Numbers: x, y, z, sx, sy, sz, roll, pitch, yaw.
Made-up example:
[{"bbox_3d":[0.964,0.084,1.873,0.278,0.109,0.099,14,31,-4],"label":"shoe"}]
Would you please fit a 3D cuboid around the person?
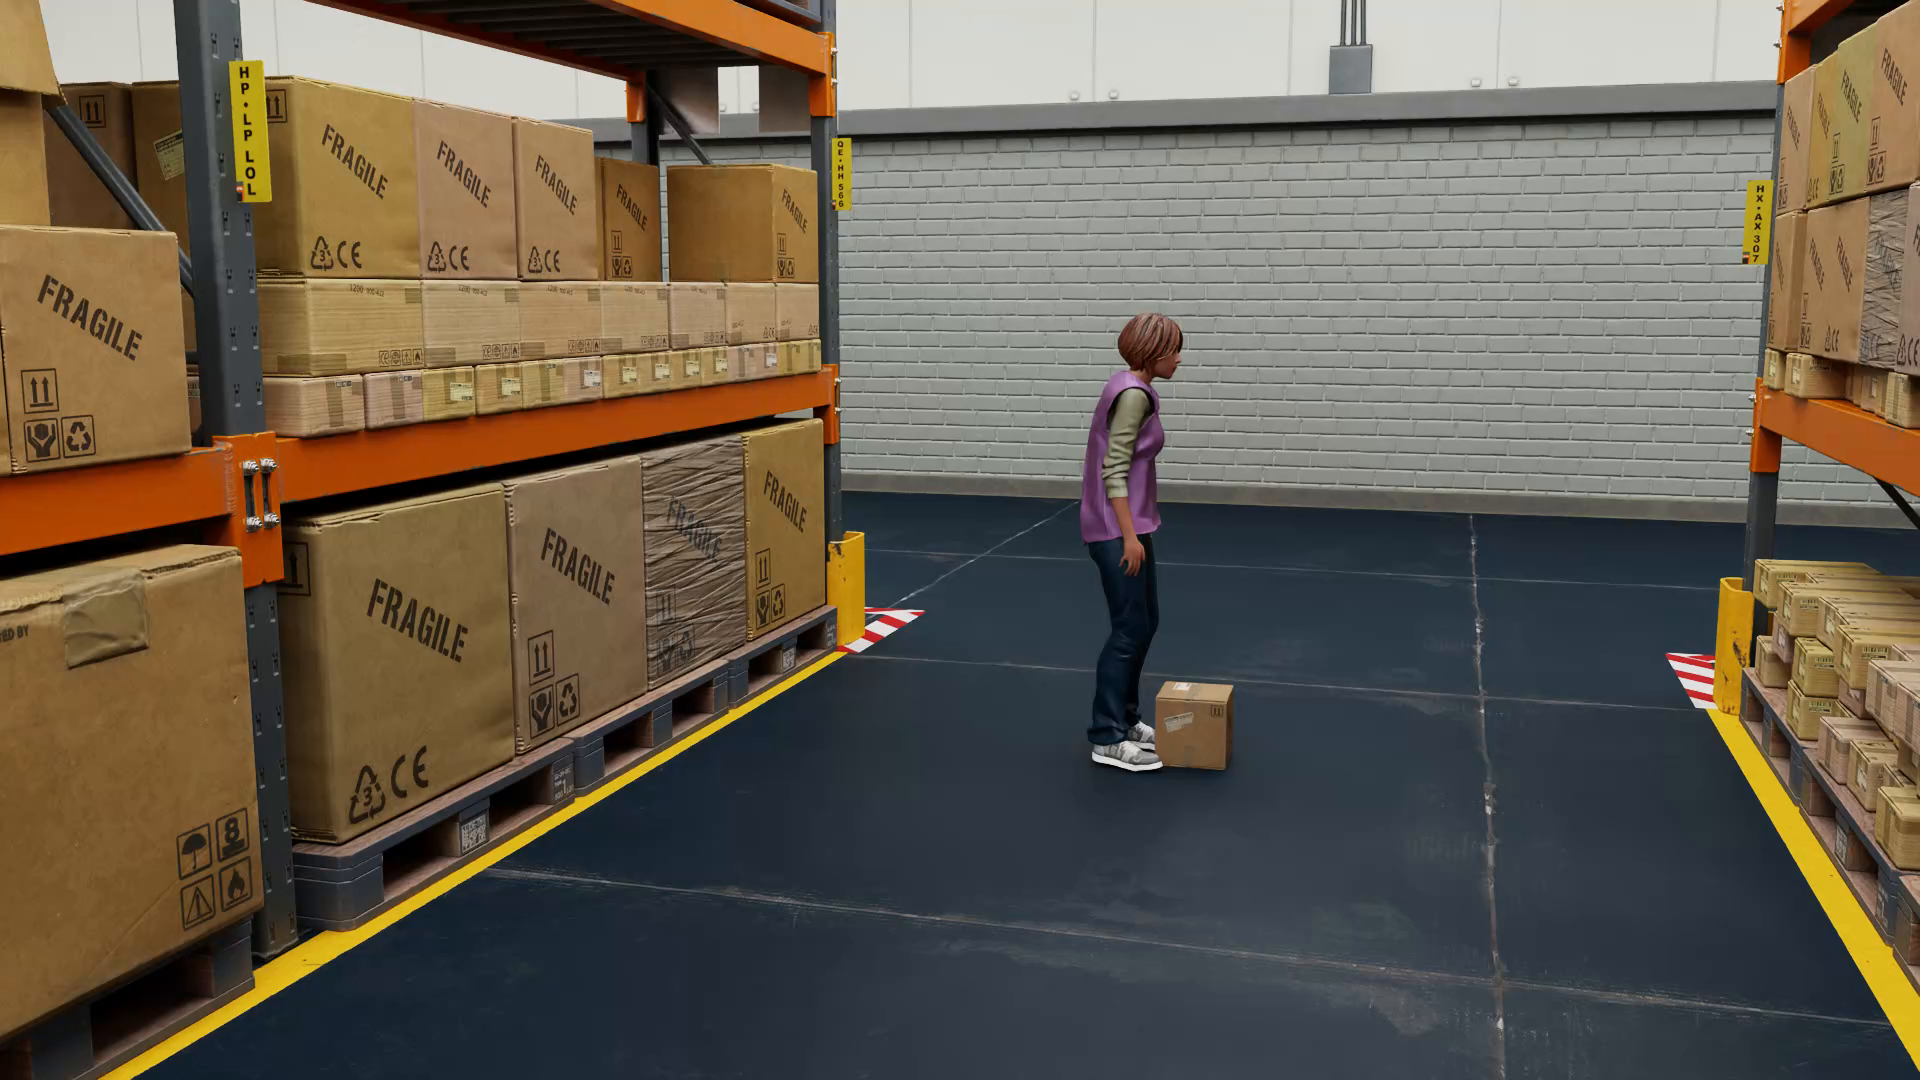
[{"bbox_3d":[0.604,-0.008,5.937,0.347,1.591,0.483,2,9,13],"label":"person"}]
